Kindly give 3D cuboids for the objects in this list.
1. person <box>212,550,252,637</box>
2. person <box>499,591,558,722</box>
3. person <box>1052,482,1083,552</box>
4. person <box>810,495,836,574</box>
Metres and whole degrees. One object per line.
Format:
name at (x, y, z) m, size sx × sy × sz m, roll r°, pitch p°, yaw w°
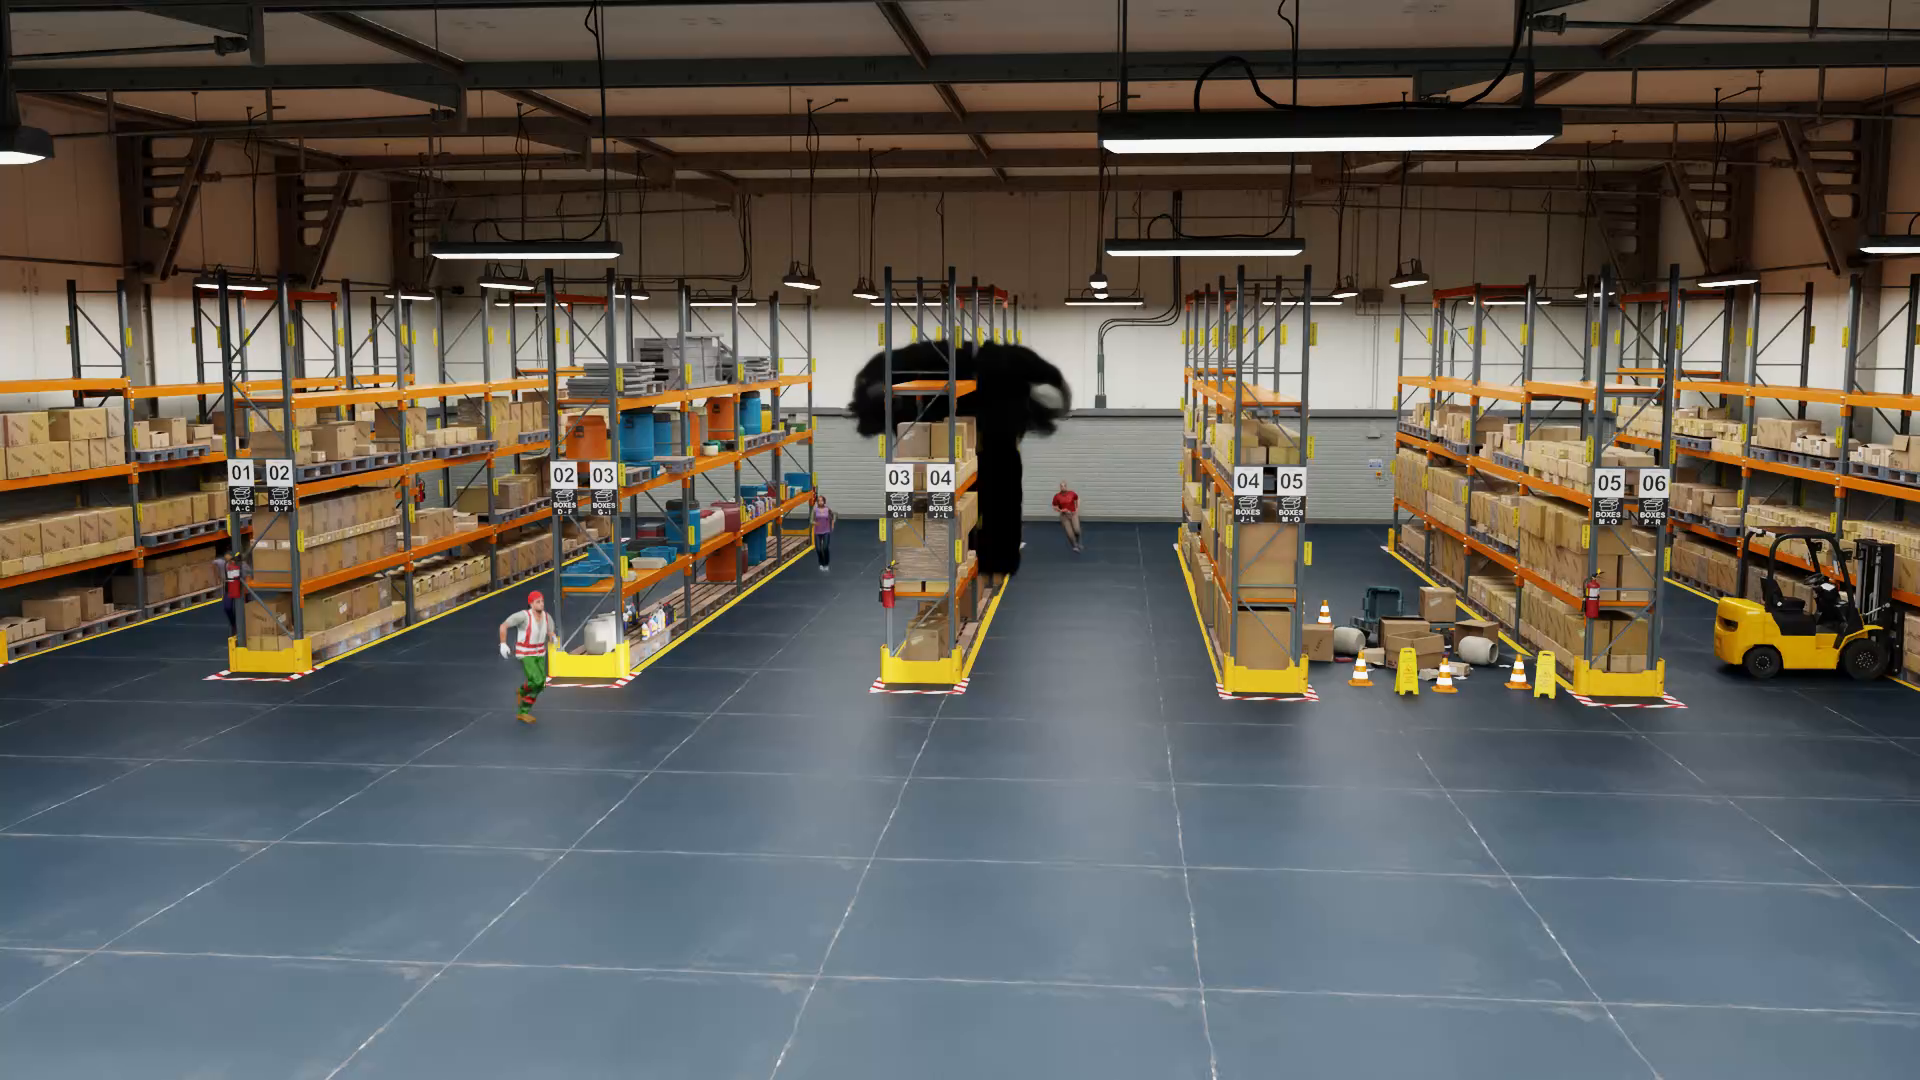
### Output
person at (-12.148, 0.900, 27.809) m, size 0.641 × 1.510 × 0.929 m, roll -2°, pitch 7°, yaw -13°
person at (-5.538, 1.524, 21.642) m, size 0.647 × 1.727 × 0.710 m, roll 5°, pitch 9°, yaw 38°
person at (2.528, -0.537, 38.830) m, size 0.741 × 1.645 × 0.569 m, roll 0°, pitch 7°, yaw -4°
person at (-2.794, -0.104, 33.792) m, size 0.511 × 1.616 × 0.636 m, roll 0°, pitch 7°, yaw 1°
